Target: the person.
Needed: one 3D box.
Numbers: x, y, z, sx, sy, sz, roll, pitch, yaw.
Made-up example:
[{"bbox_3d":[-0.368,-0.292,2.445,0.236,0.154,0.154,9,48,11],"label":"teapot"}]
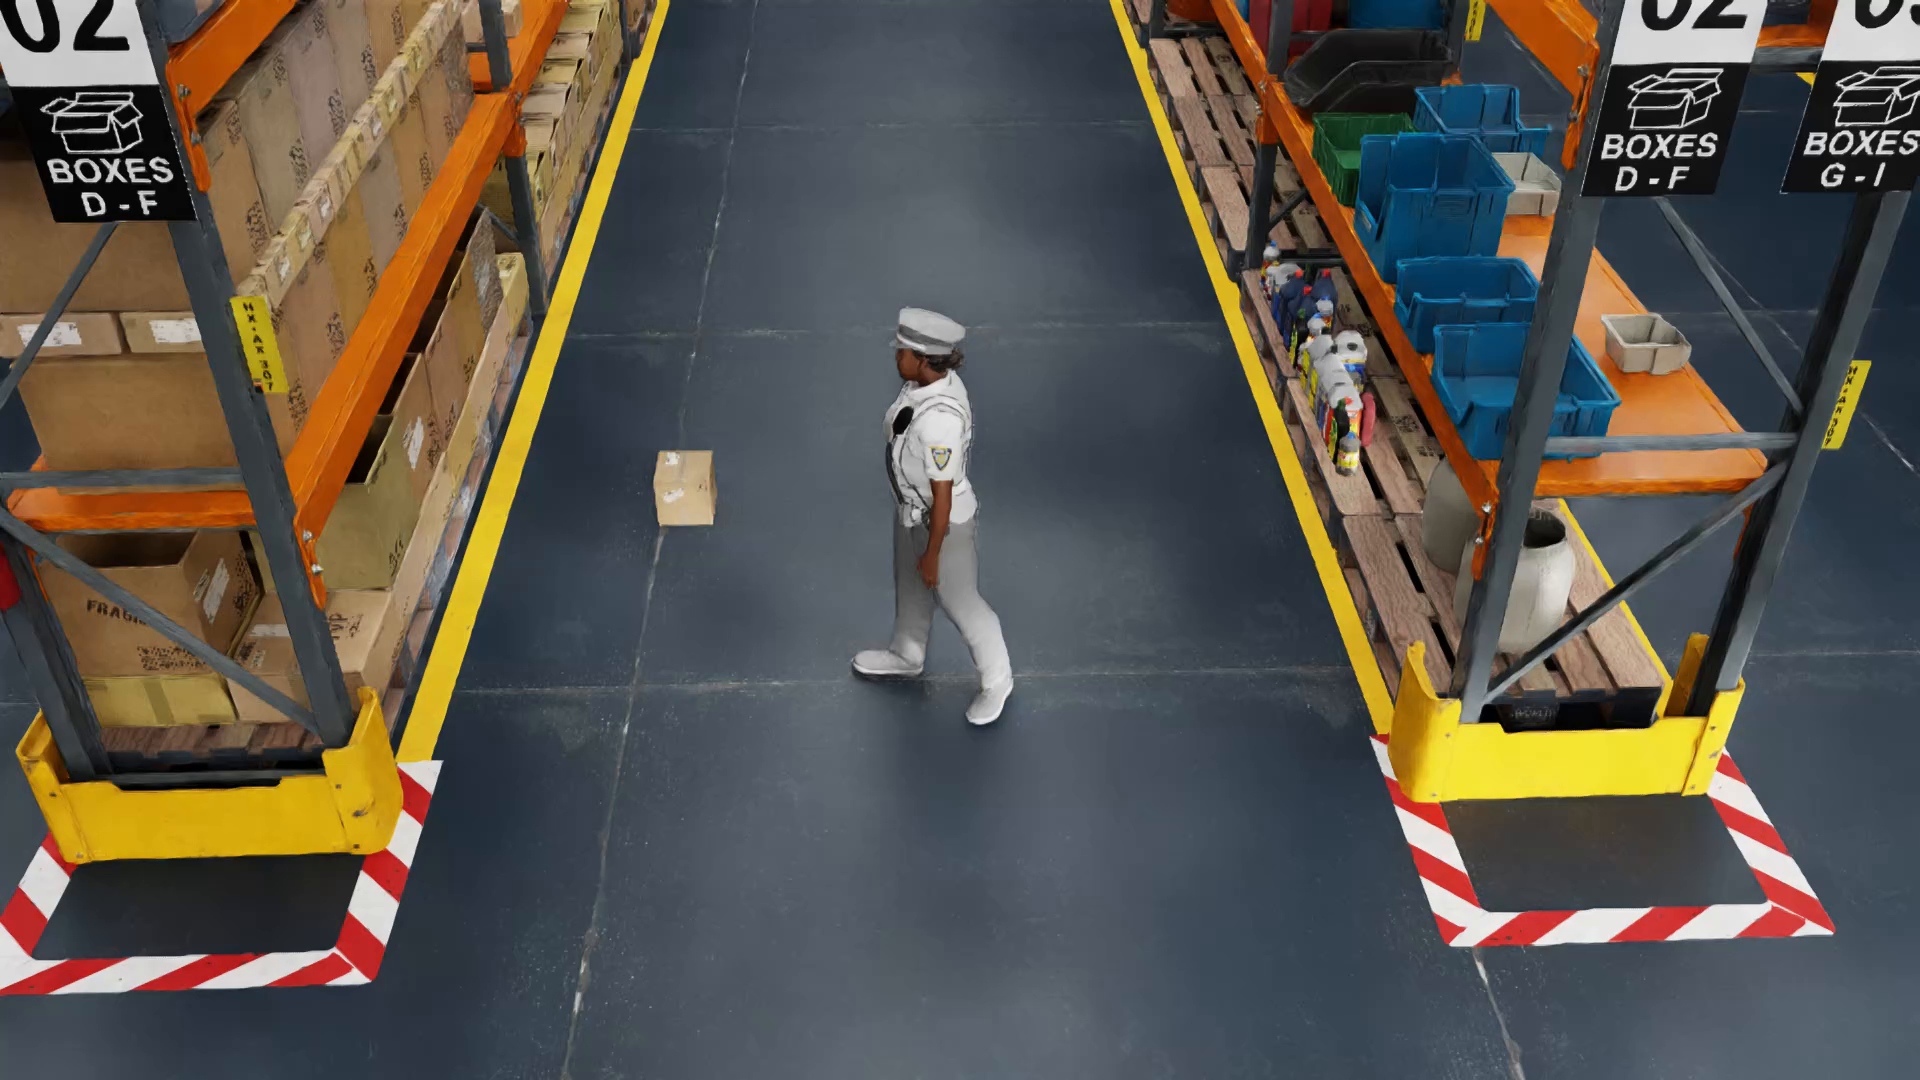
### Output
[{"bbox_3d":[-0.118,-0.118,6.288,0.615,1.662,0.684,-6,36,-9],"label":"person"}]
